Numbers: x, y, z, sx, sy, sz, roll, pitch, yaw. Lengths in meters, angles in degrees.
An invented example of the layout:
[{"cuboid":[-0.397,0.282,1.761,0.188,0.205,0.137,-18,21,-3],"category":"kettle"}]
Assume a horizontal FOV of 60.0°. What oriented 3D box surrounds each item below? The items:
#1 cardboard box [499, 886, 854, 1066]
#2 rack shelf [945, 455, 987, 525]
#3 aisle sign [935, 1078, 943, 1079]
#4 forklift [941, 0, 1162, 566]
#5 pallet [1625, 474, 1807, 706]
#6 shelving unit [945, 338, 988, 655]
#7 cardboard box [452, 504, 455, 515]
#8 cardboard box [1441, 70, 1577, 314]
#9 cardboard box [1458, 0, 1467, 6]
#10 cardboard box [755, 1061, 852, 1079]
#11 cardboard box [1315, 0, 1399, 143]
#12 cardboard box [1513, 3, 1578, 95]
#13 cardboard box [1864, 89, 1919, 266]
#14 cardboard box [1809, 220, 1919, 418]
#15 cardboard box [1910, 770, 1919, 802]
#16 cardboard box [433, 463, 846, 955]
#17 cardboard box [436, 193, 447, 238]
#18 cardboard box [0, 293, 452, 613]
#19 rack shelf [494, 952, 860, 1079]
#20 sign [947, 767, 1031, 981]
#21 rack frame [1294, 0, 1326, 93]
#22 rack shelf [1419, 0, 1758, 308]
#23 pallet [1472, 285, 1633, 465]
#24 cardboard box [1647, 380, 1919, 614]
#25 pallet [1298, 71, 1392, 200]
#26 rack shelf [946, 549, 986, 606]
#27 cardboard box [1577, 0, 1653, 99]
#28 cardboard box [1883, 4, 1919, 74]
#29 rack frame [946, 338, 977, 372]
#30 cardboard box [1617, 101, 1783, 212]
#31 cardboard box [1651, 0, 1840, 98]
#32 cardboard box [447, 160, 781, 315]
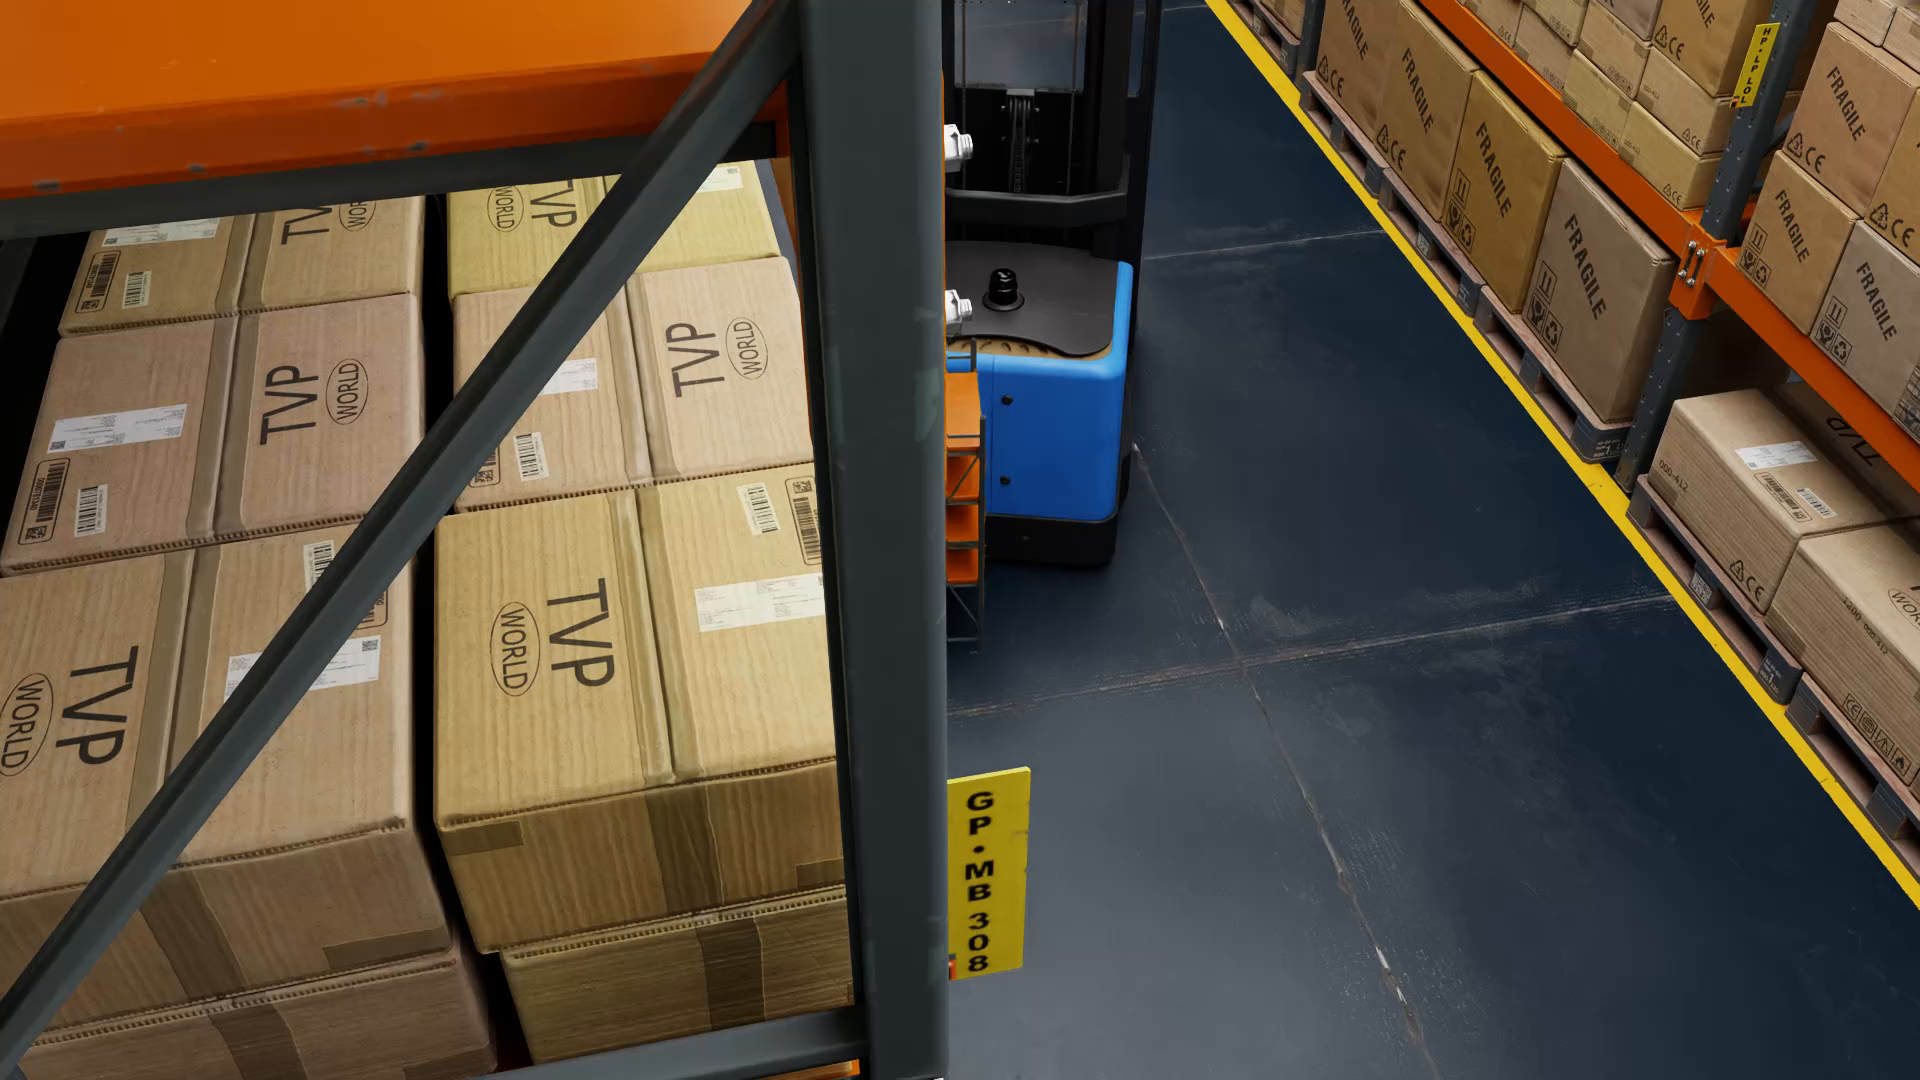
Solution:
[{"cuboid":[-0.341,0.369,2.205,0.500,0.250,0.500,-9,42,-10],"category":"cardboard box"},{"cuboid":[-0.043,-0.264,6.408,0.258,0.148,0.480,-2,42,-3],"category":"rack shelf"},{"cuboid":[-0.210,0.902,2.016,0.394,0.787,0.004,-8,42,-9],"category":"aisle sign"},{"cuboid":[0.303,-1.965,7.255,1.130,2.935,3.031,4,42,5],"category":"forklift"},{"cuboid":[3.558,0.113,6.964,1.003,0.211,1.213,-8,42,-9],"category":"pallet"},{"cuboid":[-0.043,-0.147,6.512,0.258,1.200,0.503,-2,42,-3],"category":"shelving unit"},{"cuboid":[-0.996,0.116,2.489,0.500,0.250,0.500,-8,42,-9],"category":"cardboard box"},{"cuboid":[3.056,-1.771,8.270,0.875,0.875,0.875,-7,42,-8],"category":"cardboard box"},{"cuboid":[2.703,-2.946,8.423,0.500,0.250,0.500,-7,42,-8],"category":"cardboard box"},{"cuboid":[-0.353,0.605,2.239,0.380,0.149,0.250,-8,42,-8],"category":"cardboard box"},{"cuboid":[2.675,-2.930,9.575,0.875,0.875,0.875,-9,42,-10],"category":"cardboard box"},{"cuboid":[2.929,-2.293,7.686,0.500,0.250,0.500,-9,42,-10],"category":"cardboard box"},{"cuboid":[3.440,-1.174,5.484,0.500,0.500,0.500,-9,42,-10],"category":"cardboard box"},{"cuboid":[3.421,-0.803,5.820,0.500,0.500,0.500,-8,42,-9],"category":"cardboard box"},{"cuboid":[3.888,0.954,5.529,0.875,0.438,0.875,-7,42,-8],"category":"cardboard box"},{"cuboid":[-0.362,0.185,2.035,0.500,0.250,0.500,-9,42,-10],"category":"cardboard box"},{"cuboid":[-1.195,-0.738,3.074,0.500,0.250,0.500,-8,42,-9],"category":"cardboard box"},{"cuboid":[-0.992,-0.077,2.330,0.500,0.250,0.500,-10,42,-11],"category":"cardboard box"},{"cuboid":[-0.943,-0.277,3.585,1.077,0.370,4.000,-8,42,-9],"category":"rack shelf"},{"cuboid":[0.018,0.346,1.683,0.100,0.325,0.005,-8,42,-9],"category":"sign"},{"cuboid":[2.607,-4.027,9.527,1.000,3.000,0.127,-8,42,-9],"category":"rack frame"},{"cuboid":[3.039,-2.462,8.305,1.077,0.370,4.000,-8,42,-9],"category":"rack shelf"},{"cuboid":[3.231,-0.881,8.083,1.003,0.211,1.213,-8,42,-9],"category":"pallet"},{"cuboid":[3.501,-0.211,6.841,0.875,0.438,0.875,-9,42,-10],"category":"cardboard box"},{"cuboid":[2.704,-2.462,9.865,1.003,0.211,1.213,-8,42,-9],"category":"pallet"},{"cuboid":[-0.043,0.052,6.688,0.258,0.148,0.480,-2,42,-3],"category":"rack shelf"},{"cuboid":[3.023,-2.139,7.136,0.500,0.250,0.500,-7,42,-8],"category":"cardboard box"},{"cuboid":[3.356,-1.682,5.569,0.380,0.149,0.250,-8,42,-9],"category":"cardboard box"},{"cuboid":[-0.057,-0.309,6.694,0.240,1.200,0.015,-2,42,-3],"category":"rack frame"},{"cuboid":[3.128,-1.633,6.943,0.500,0.250,0.500,-9,42,-10],"category":"cardboard box"},{"cuboid":[3.129,-2.099,6.527,0.500,0.500,0.500,-7,42,-8],"category":"cardboard box"},{"cuboid":[-0.575,-0.471,2.774,0.500,0.250,0.500,-9,42,-10],"category":"cardboard box"}]
